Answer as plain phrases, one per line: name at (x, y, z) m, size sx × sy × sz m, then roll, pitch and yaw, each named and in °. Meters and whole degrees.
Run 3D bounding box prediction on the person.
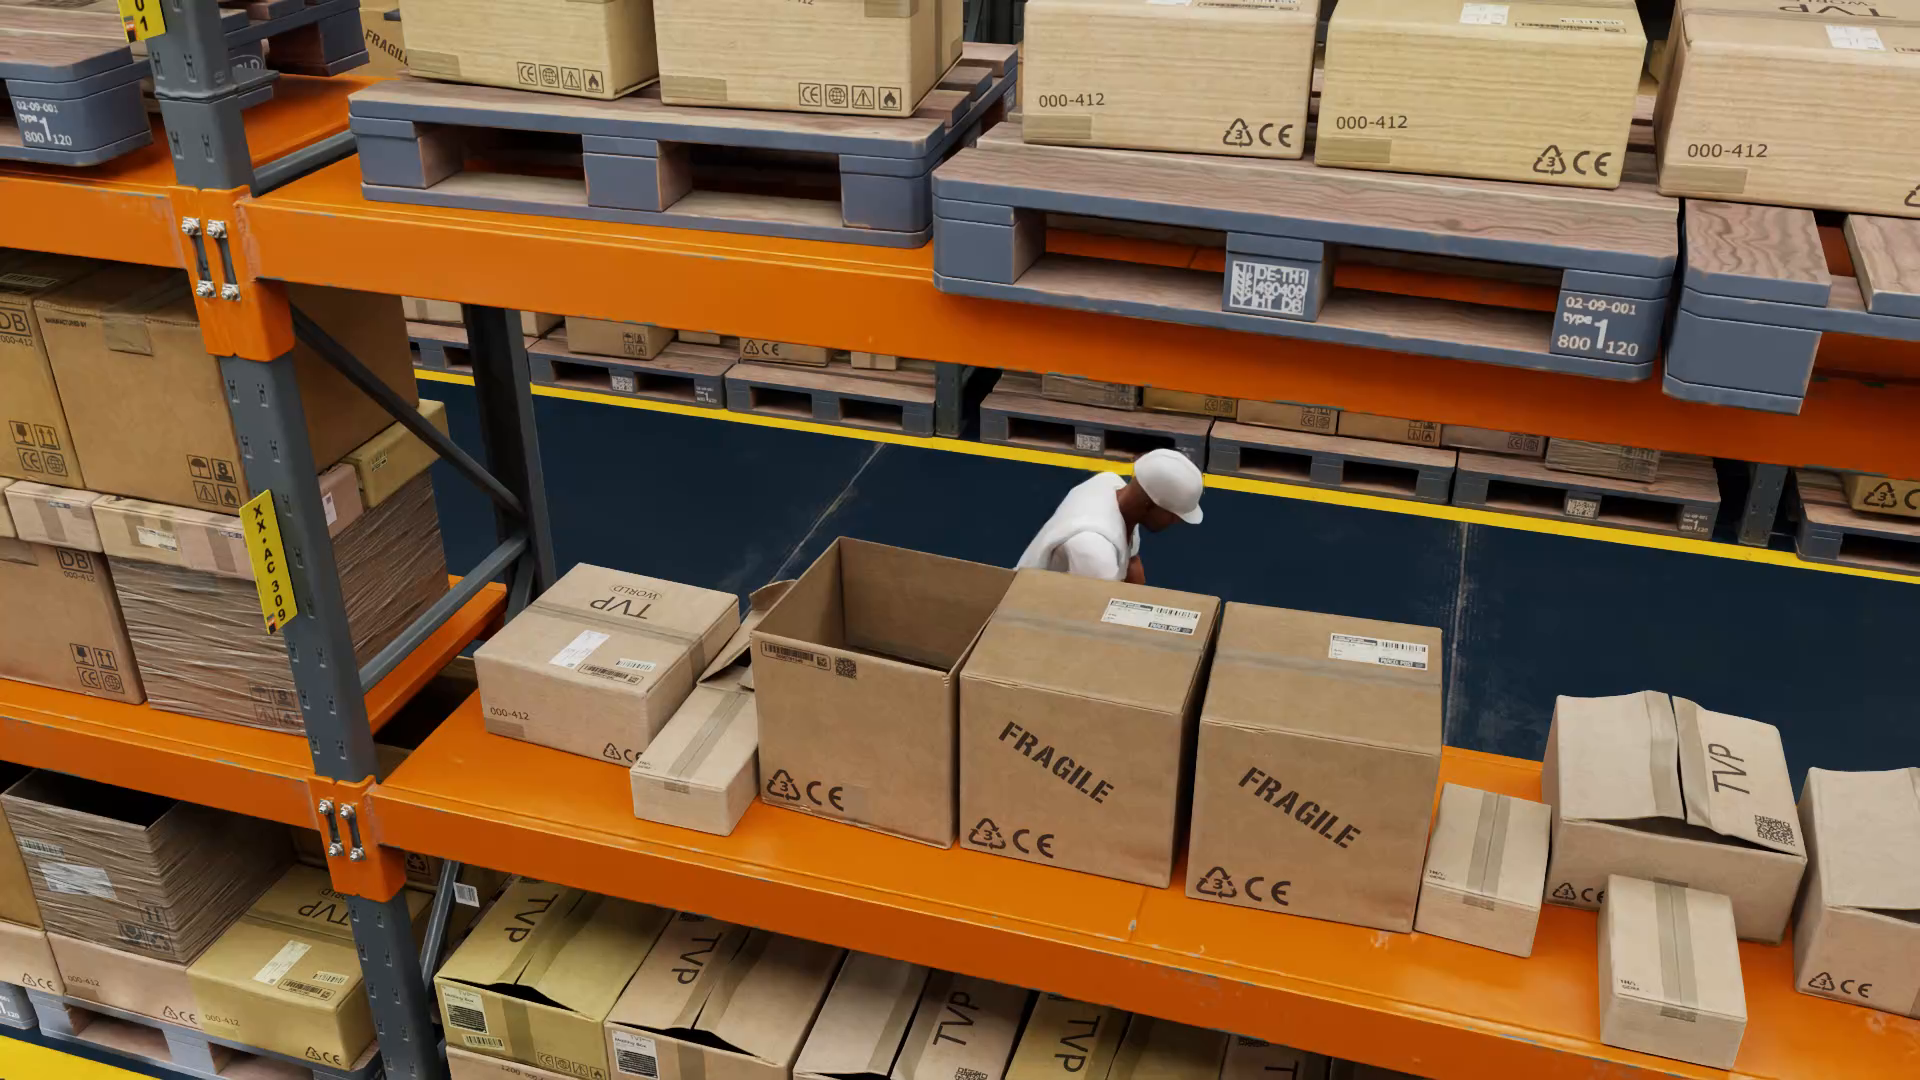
person at (0.456, 0.345, 5.737) m, size 0.687 × 1.517 × 0.627 m, roll 9°, pitch 30°, yaw 15°
